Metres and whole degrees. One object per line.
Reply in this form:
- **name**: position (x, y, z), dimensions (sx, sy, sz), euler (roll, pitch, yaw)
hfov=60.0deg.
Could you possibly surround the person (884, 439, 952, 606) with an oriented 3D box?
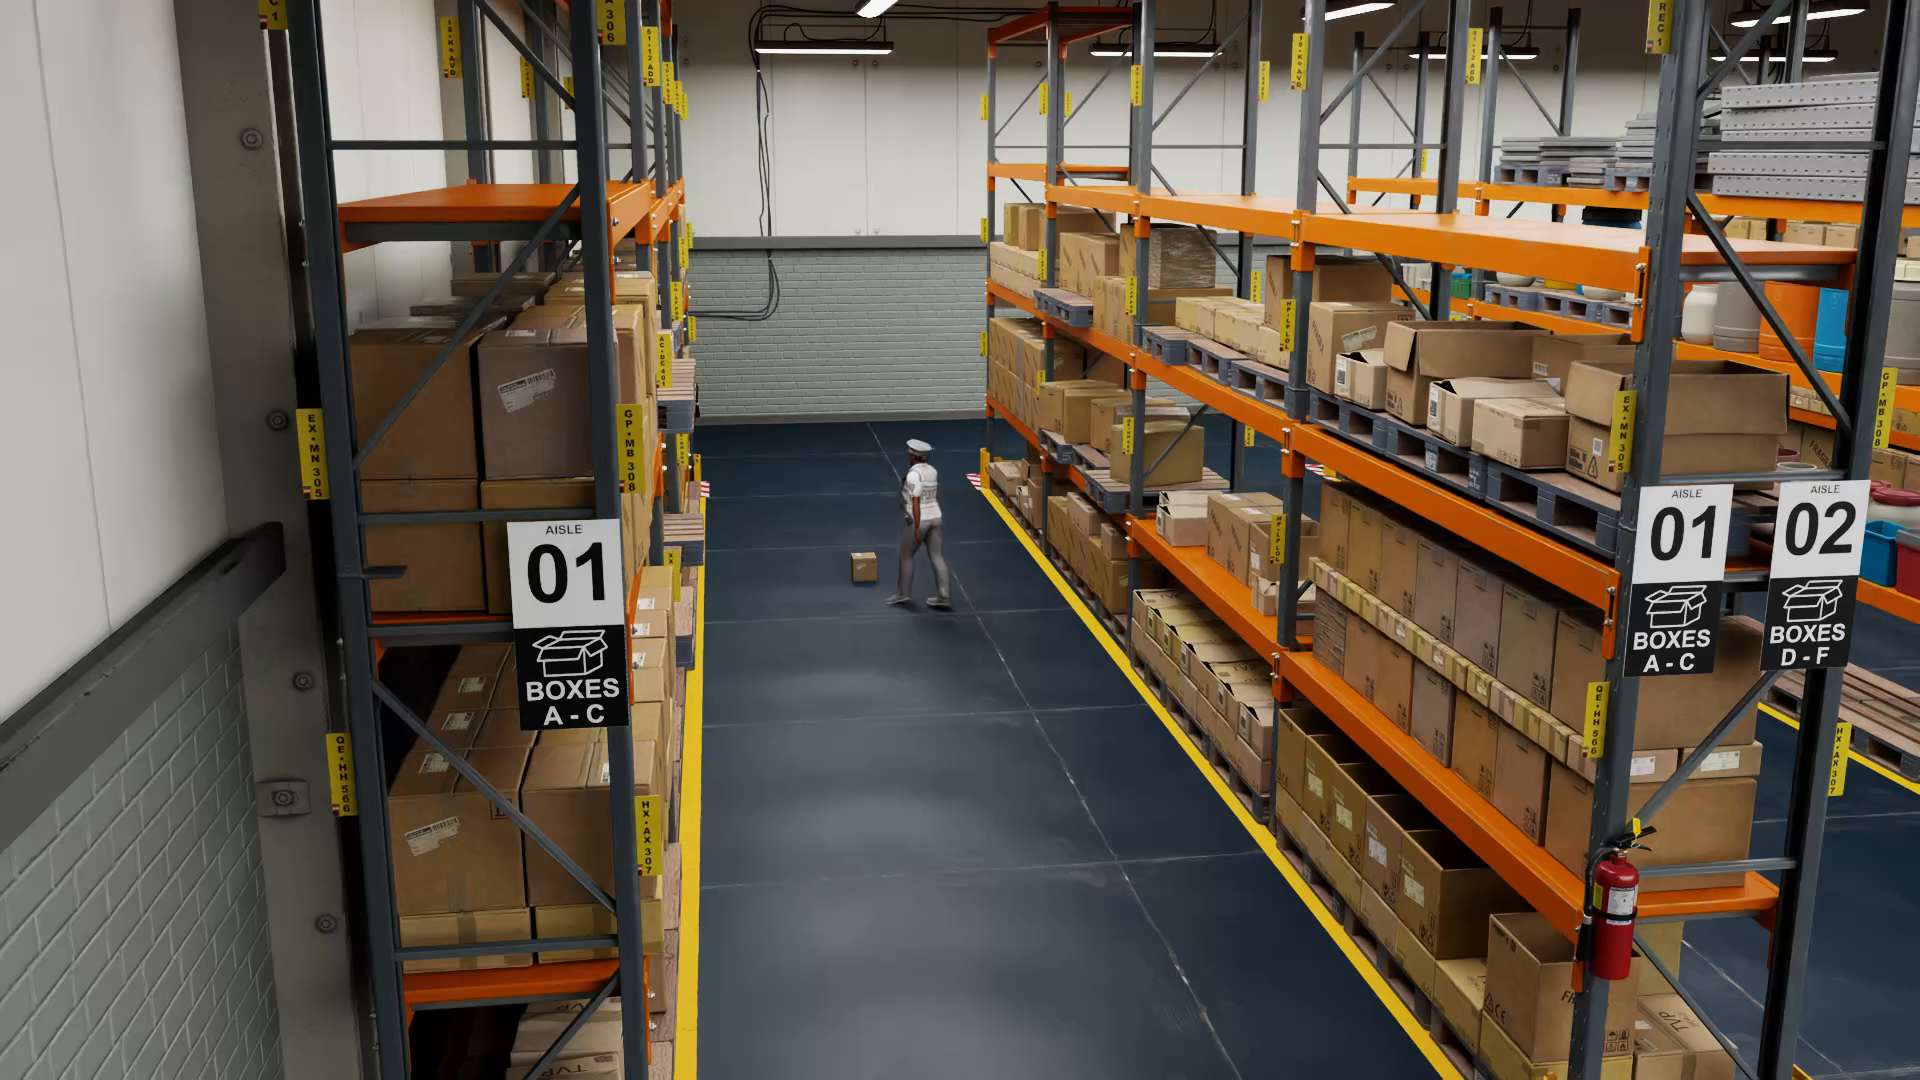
- **person**: position (-0.375, -0.156, 16.633), dimensions (0.726, 1.685, 0.469), euler (12, 18, 41)
